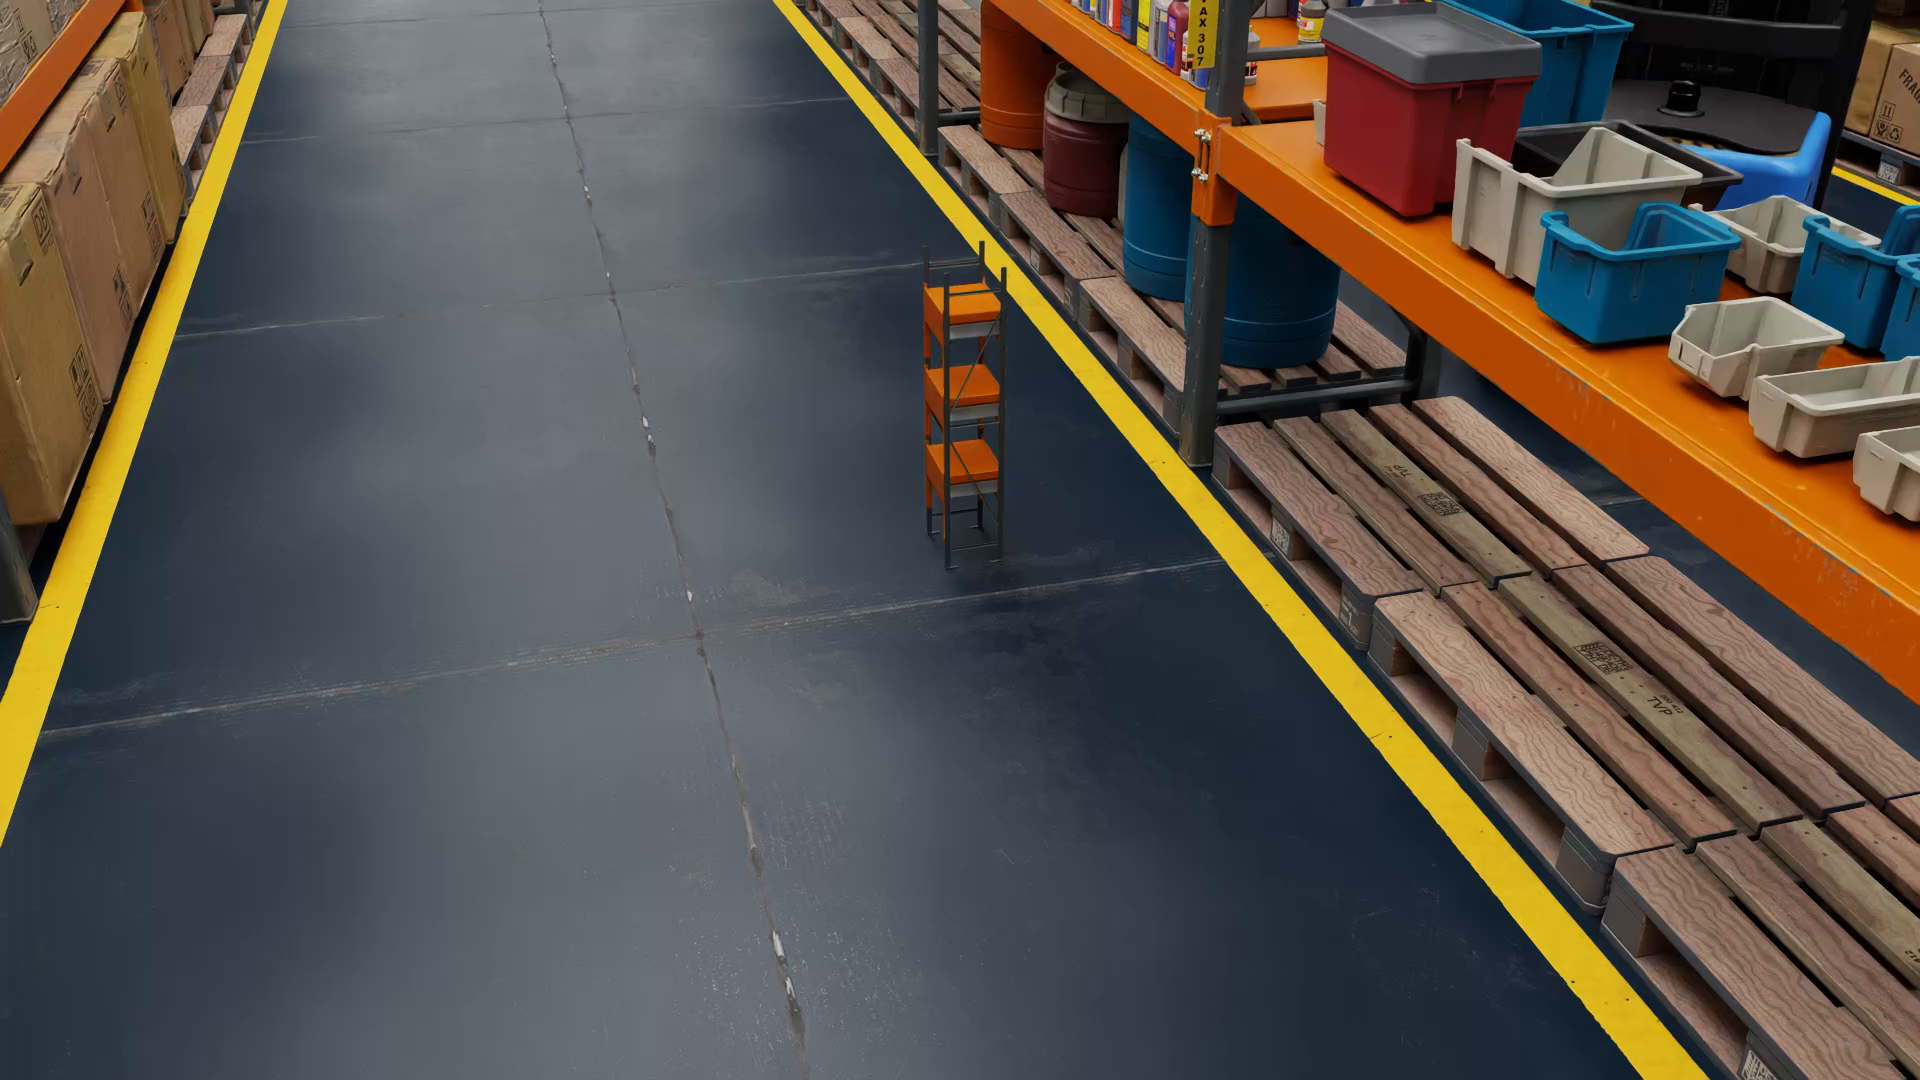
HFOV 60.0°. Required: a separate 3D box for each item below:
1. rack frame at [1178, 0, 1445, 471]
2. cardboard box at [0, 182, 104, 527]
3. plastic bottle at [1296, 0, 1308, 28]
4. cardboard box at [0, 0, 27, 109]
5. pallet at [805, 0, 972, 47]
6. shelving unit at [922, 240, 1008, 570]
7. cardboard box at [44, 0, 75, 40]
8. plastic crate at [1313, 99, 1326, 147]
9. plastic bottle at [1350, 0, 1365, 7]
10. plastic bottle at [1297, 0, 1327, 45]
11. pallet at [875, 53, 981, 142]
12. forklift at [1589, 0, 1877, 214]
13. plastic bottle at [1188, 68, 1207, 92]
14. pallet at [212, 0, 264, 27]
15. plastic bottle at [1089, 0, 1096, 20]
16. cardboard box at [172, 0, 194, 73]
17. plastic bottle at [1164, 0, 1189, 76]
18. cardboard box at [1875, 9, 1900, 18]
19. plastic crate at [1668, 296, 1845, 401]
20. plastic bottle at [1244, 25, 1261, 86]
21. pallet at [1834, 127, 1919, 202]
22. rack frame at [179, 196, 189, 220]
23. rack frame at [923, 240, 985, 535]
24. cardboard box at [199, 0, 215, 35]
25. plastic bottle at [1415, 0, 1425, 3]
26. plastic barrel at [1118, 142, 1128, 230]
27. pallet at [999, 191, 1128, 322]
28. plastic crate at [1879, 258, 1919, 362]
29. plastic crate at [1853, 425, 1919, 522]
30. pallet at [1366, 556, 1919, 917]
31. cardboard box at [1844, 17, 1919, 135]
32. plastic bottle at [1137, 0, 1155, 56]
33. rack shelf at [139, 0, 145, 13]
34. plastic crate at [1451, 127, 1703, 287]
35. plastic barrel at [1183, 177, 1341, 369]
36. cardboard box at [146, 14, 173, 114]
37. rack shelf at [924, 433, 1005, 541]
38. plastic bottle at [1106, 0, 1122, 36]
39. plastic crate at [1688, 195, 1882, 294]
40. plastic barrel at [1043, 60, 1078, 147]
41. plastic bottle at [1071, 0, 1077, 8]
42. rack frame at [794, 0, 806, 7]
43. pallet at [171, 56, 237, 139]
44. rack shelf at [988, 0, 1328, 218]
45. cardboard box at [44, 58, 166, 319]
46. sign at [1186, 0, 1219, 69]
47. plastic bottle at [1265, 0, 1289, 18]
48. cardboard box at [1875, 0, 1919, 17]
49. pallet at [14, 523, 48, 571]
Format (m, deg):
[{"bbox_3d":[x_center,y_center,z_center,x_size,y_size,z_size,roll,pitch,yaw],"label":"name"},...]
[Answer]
[{"bbox_3d":[1.324,-1.654,5.614,1.000,3.000,0.127,-8,31,-13],"label":"rack frame"},{"bbox_3d":[-3.640,-0.564,5.432,1.225,0.875,0.875,-8,31,-13],"label":"cardboard box"},{"bbox_3d":[1.416,-2.173,6.708,0.097,0.201,0.097,0,30,0],"label":"plastic bottle"},{"bbox_3d":[-3.599,-1.779,5.729,0.500,0.500,0.500,-9,31,-14],"label":"cardboard box"},{"bbox_3d":[-0.553,-3.937,12.341,1.003,0.211,1.213,-8,31,-13],"label":"pallet"},{"bbox_3d":[0.014,-0.429,5.442,0.215,1.050,0.252,-8,31,-13],"label":"shelving unit"},{"bbox_3d":[-3.875,-2.273,6.584,0.500,0.500,0.500,-9,31,-15],"label":"cardboard box"},{"bbox_3d":[1.310,-1.322,5.243,0.396,0.136,0.243,-8,31,-13],"label":"plastic crate"},{"bbox_3d":[1.529,-1.997,6.334,0.097,0.271,0.097,0,30,0],"label":"plastic bottle"},{"bbox_3d":[1.356,-1.994,6.398,0.097,0.201,0.097,0,30,0],"label":"plastic bottle"},{"bbox_3d":[0.094,-2.759,10.305,1.003,0.211,1.213,-8,31,-13],"label":"pallet"},{"bbox_3d":[3.318,-2.440,7.039,1.130,2.935,3.031,16,34,25],"label":"forklift"},{"bbox_3d":[0.908,-1.748,5.899,0.152,0.276,0.135,-8,31,-13],"label":"plastic bottle"},{"bbox_3d":[-5.787,-3.972,12.402,1.003,0.211,1.213,-8,31,-13],"label":"pallet"},{"bbox_3d":[0.584,-2.253,6.846,0.097,0.201,0.097,0,30,0],"label":"plastic bottle"},{"bbox_3d":[-5.175,-3.166,10.281,0.700,0.500,0.500,-11,32,-18],"label":"cardboard box"},{"bbox_3d":[0.803,-1.857,6.080,0.061,0.283,0.133,-8,31,-13],"label":"plastic bottle"},{"bbox_3d":[5.514,-2.931,9.876,0.500,0.500,0.500,-7,31,-11],"label":"cardboard box"},{"bbox_3d":[1.738,-0.418,3.680,0.298,0.136,0.250,-8,31,-13],"label":"plastic crate"},{"bbox_3d":[1.023,-1.741,5.962,0.097,0.201,0.097,0,30,0],"label":"plastic bottle"},{"bbox_3d":[5.521,-2.082,9.137,1.003,0.211,1.213,-8,31,-13],"label":"pallet"},{"bbox_3d":[-4.513,-2.928,7.814,1.000,3.000,0.127,-8,31,-13],"label":"rack frame"},{"bbox_3d":[-0.018,-0.487,5.544,0.200,1.050,0.008,-8,31,-13],"label":"rack frame"},{"bbox_3d":[-5.432,-3.669,11.150,0.700,0.500,0.500,-10,32,-17],"label":"cardboard box"},{"bbox_3d":[1.638,-1.838,6.047,0.061,0.283,0.133,-8,31,-13],"label":"plastic bottle"},{"bbox_3d":[0.945,-1.651,7.672,0.421,0.512,0.421,0,30,0],"label":"plastic barrel"},{"bbox_3d":[0.832,-1.416,7.985,1.003,0.211,1.213,-8,31,-13],"label":"pallet"},{"bbox_3d":[2.288,-0.475,3.683,0.416,0.233,0.300,-8,31,-13],"label":"plastic crate"},{"bbox_3d":[1.932,-0.146,3.211,0.396,0.136,0.243,-8,31,-13],"label":"plastic crate"},{"bbox_3d":[1.884,0.493,4.688,1.003,0.211,1.213,-8,31,-13],"label":"pallet"},{"bbox_3d":[5.157,-2.599,9.301,0.500,0.500,0.500,-8,31,-14],"label":"cardboard box"},{"bbox_3d":[0.765,-2.033,6.318,0.144,0.351,0.185,-8,31,-13],"label":"plastic bottle"},{"bbox_3d":[-5.044,-3.582,9.663,1.077,0.370,4.000,-8,31,-13],"label":"rack shelf"},{"bbox_3d":[1.552,-0.867,4.312,0.437,0.282,0.530,-8,31,-13],"label":"plastic crate"},{"bbox_3d":[1.196,-1.193,6.492,0.600,0.901,0.708,-8,31,-13],"label":"plastic barrel"},{"bbox_3d":[-4.869,-2.623,9.344,0.700,0.500,0.500,-10,32,-17],"label":"cardboard box"},{"bbox_3d":[0.014,-0.179,5.587,0.215,0.259,0.240,-8,31,-13],"label":"rack shelf"},{"bbox_3d":[0.677,-2.168,6.625,0.152,0.276,0.135,-8,31,-13],"label":"plastic bottle"},{"bbox_3d":[2.076,-0.765,4.281,0.293,0.136,0.466,-8,31,-13],"label":"plastic crate"},{"bbox_3d":[0.645,-2.196,8.614,0.421,0.512,0.421,0,30,0],"label":"plastic barrel"},{"bbox_3d":[0.523,-2.365,7.040,0.097,0.201,0.097,0,30,0],"label":"plastic bottle"},{"bbox_3d":[-0.799,-5.518,12.289,1.000,3.000,0.127,-8,31,-13],"label":"rack frame"},{"bbox_3d":[-5.039,-2.686,10.181,1.003,0.211,1.213,-8,31,-13],"label":"pallet"},{"bbox_3d":[0.793,-2.309,7.463,1.077,0.370,4.000,-8,31,-13],"label":"rack shelf"},{"bbox_3d":[-4.120,-1.422,6.914,1.225,0.875,0.875,-8,31,-13],"label":"cardboard box"},{"bbox_3d":[0.793,-1.702,5.419,0.100,0.325,0.005,-8,31,-13],"label":"sign"},{"bbox_3d":[1.323,-2.322,6.891,0.152,0.276,0.135,-8,31,-13],"label":"plastic bottle"},{"bbox_3d":[5.533,-3.229,9.642,0.500,0.250,0.500,-7,31,-11],"label":"cardboard box"},{"bbox_3d":[-3.728,-0.151,5.801,1.003,0.211,1.213,-8,31,-13],"label":"pallet"}]
